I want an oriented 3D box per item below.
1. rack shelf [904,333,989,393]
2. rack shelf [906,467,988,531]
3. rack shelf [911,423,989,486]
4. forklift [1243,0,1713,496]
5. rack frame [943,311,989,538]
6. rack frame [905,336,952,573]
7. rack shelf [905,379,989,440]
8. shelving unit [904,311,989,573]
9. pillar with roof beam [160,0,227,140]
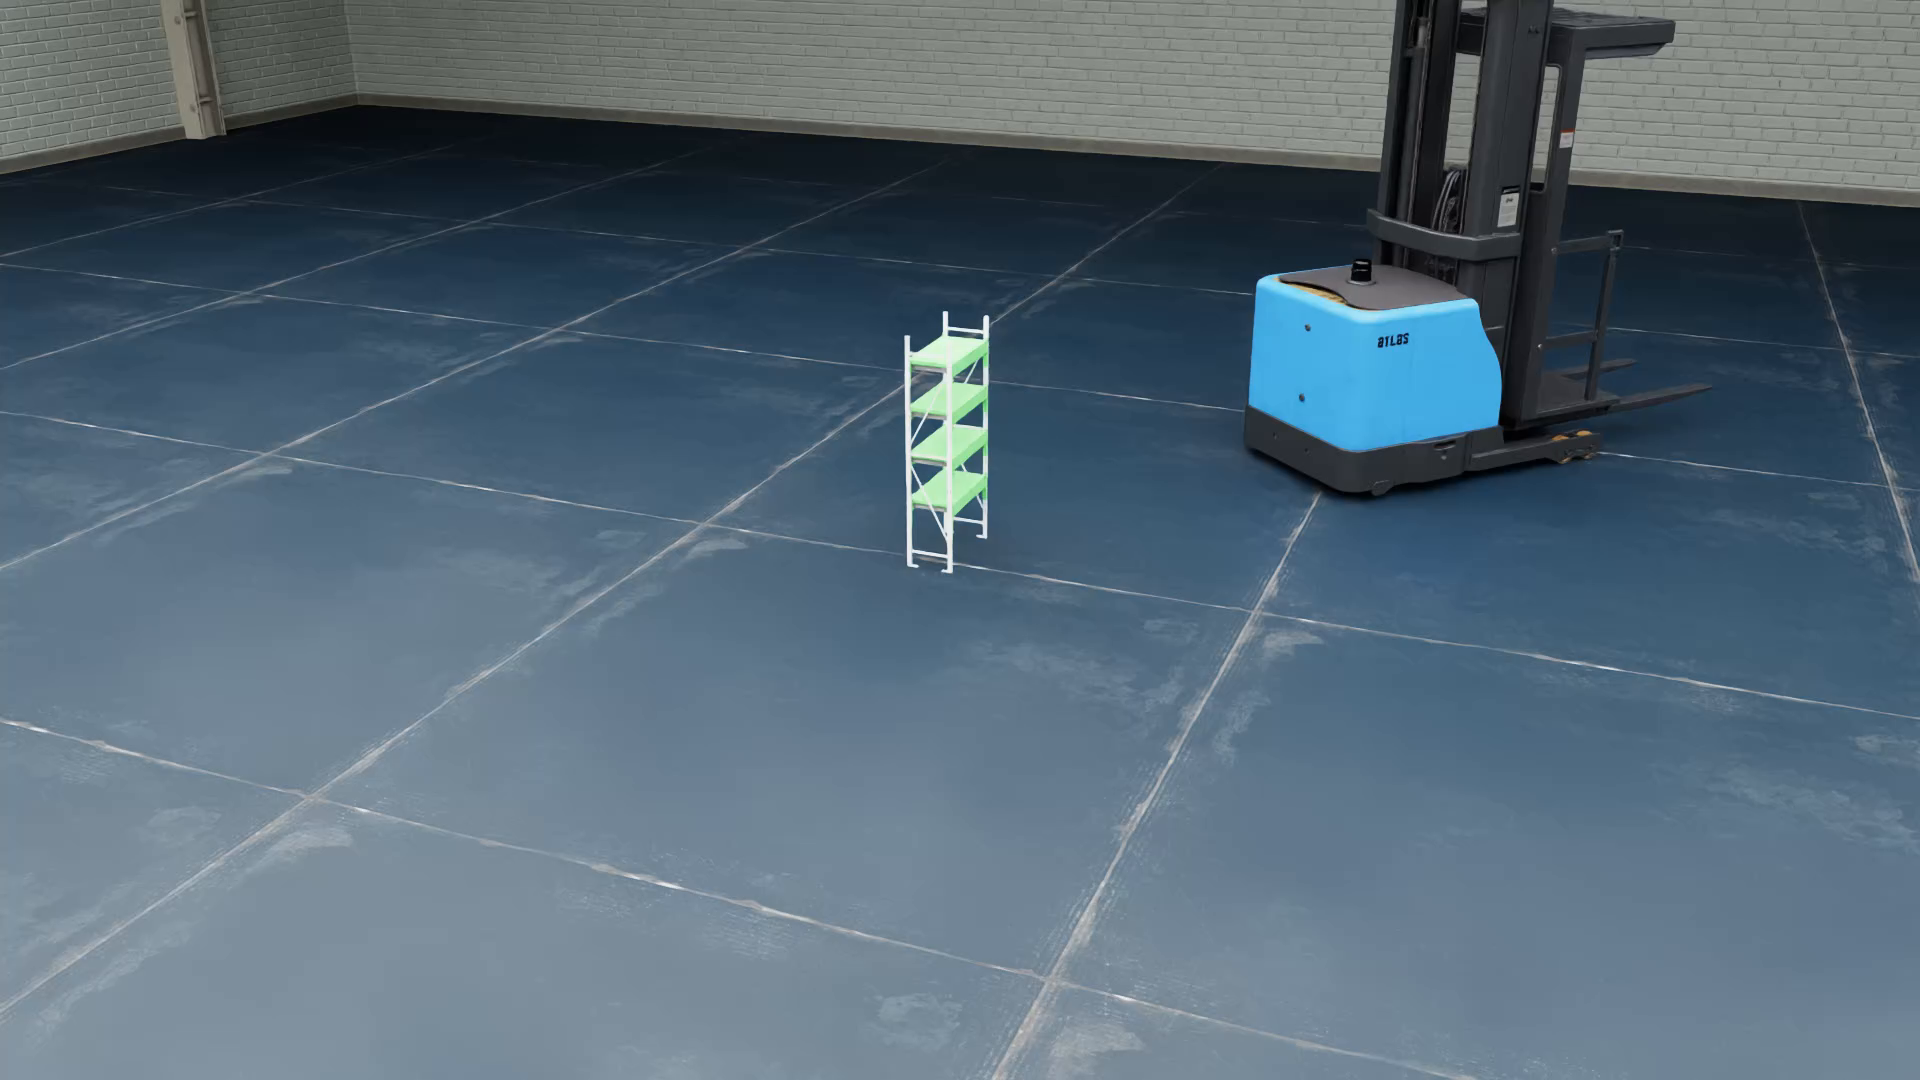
[{"bbox_3d":[-0.062,-0.878,8.217,0.258,0.148,0.480,9,24,20],"label":"rack shelf"},{"bbox_3d":[-0.061,-0.214,8.494,0.258,0.148,0.480,9,24,20],"label":"rack shelf"},{"bbox_3d":[-0.061,-0.435,8.402,0.258,0.148,0.480,9,24,20],"label":"rack shelf"},{"bbox_3d":[3.253,-1.974,9.672,3.031,2.935,1.130,-11,25,-24],"label":"forklift"},{"bbox_3d":[0.029,-0.582,8.586,0.240,1.200,0.015,9,24,20],"label":"rack frame"},{"bbox_3d":[-0.152,-0.407,8.168,0.240,1.200,0.015,9,24,20],"label":"rack frame"},{"bbox_3d":[-0.062,-0.657,8.309,0.258,0.148,0.480,9,24,20],"label":"rack shelf"},{"bbox_3d":[-0.061,-0.494,8.377,0.258,1.200,0.503,9,24,20],"label":"shelving unit"},{"bbox_3d":[-5.477,-8.606,17.678,9.100,9.000,0.400,9,24,20],"label":"pillar with roof beam"}]
